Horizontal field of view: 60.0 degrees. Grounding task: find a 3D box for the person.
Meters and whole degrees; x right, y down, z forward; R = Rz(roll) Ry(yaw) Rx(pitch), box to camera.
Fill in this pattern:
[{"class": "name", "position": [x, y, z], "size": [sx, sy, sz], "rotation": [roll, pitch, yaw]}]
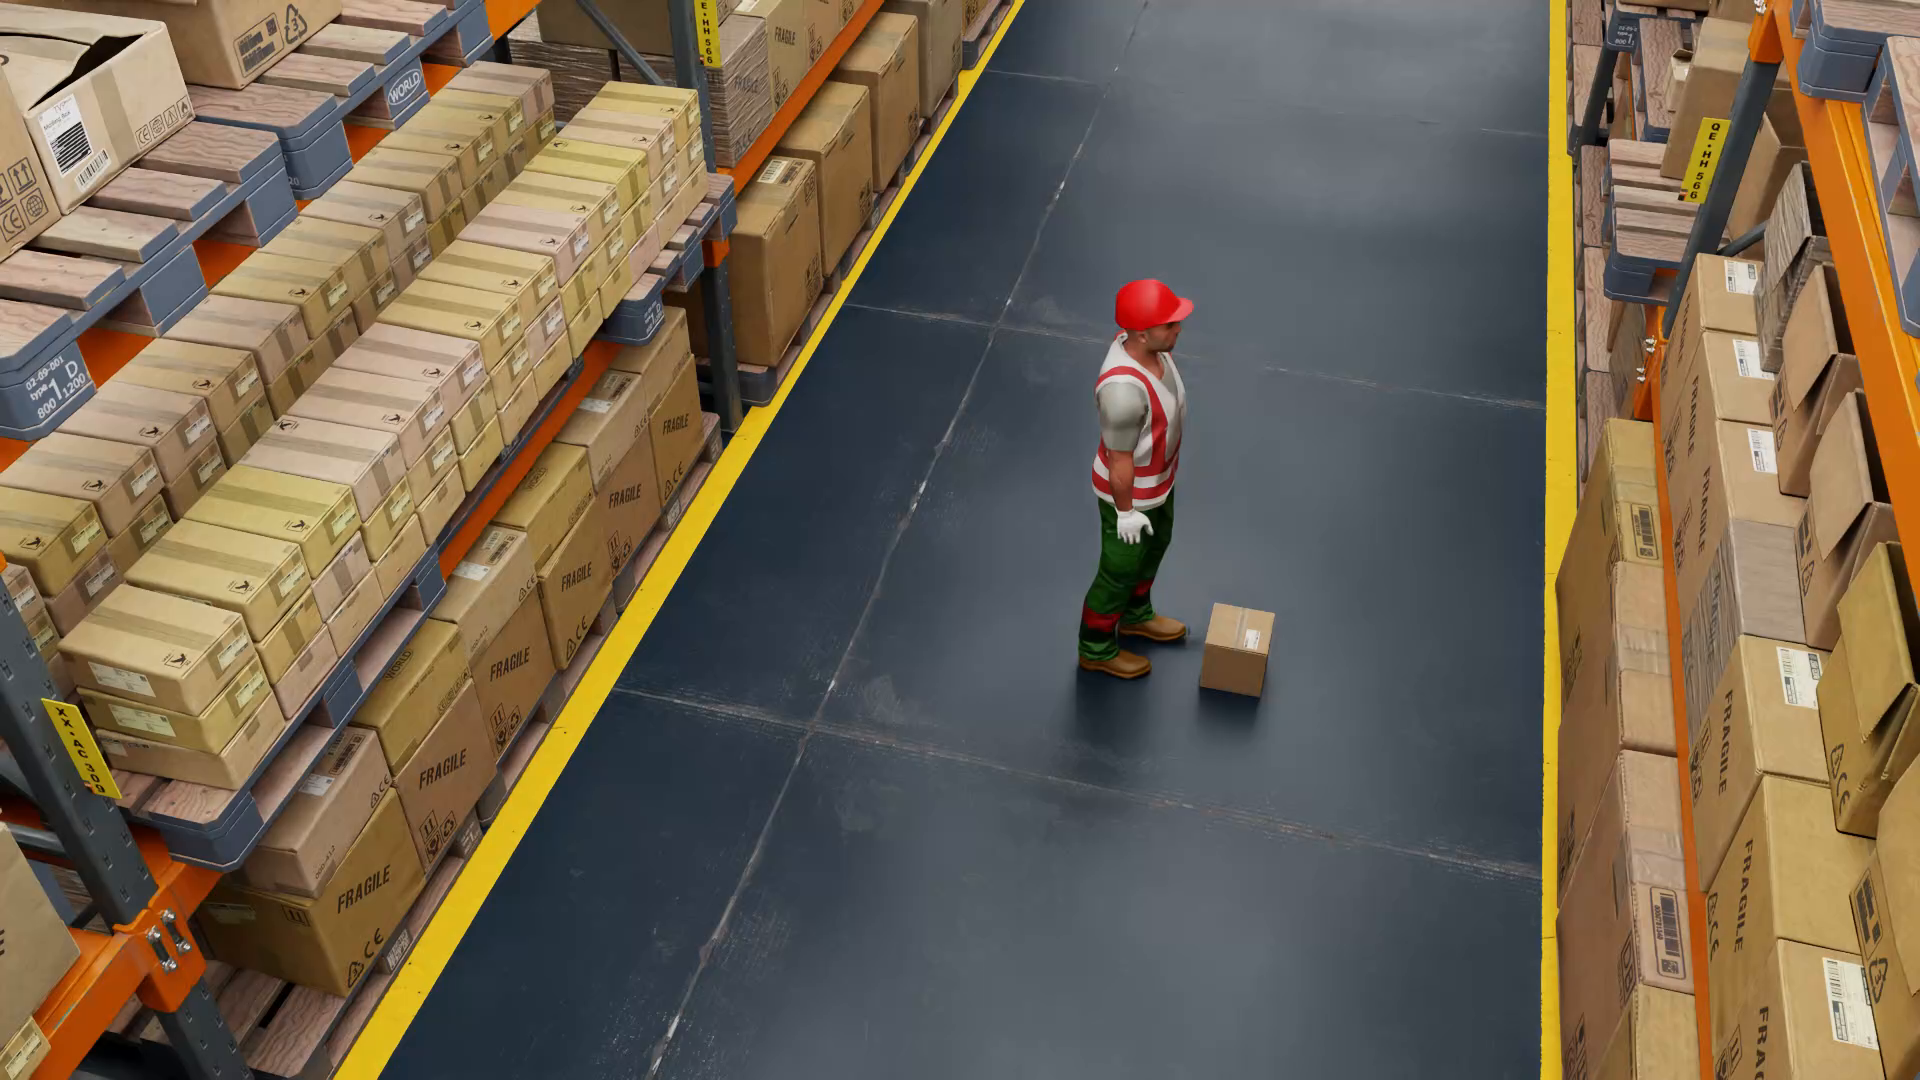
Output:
[{"class": "person", "position": [0.718, -0.214, 6.390], "size": [0.414, 1.793, 0.525], "rotation": [11, 42, 13]}]
